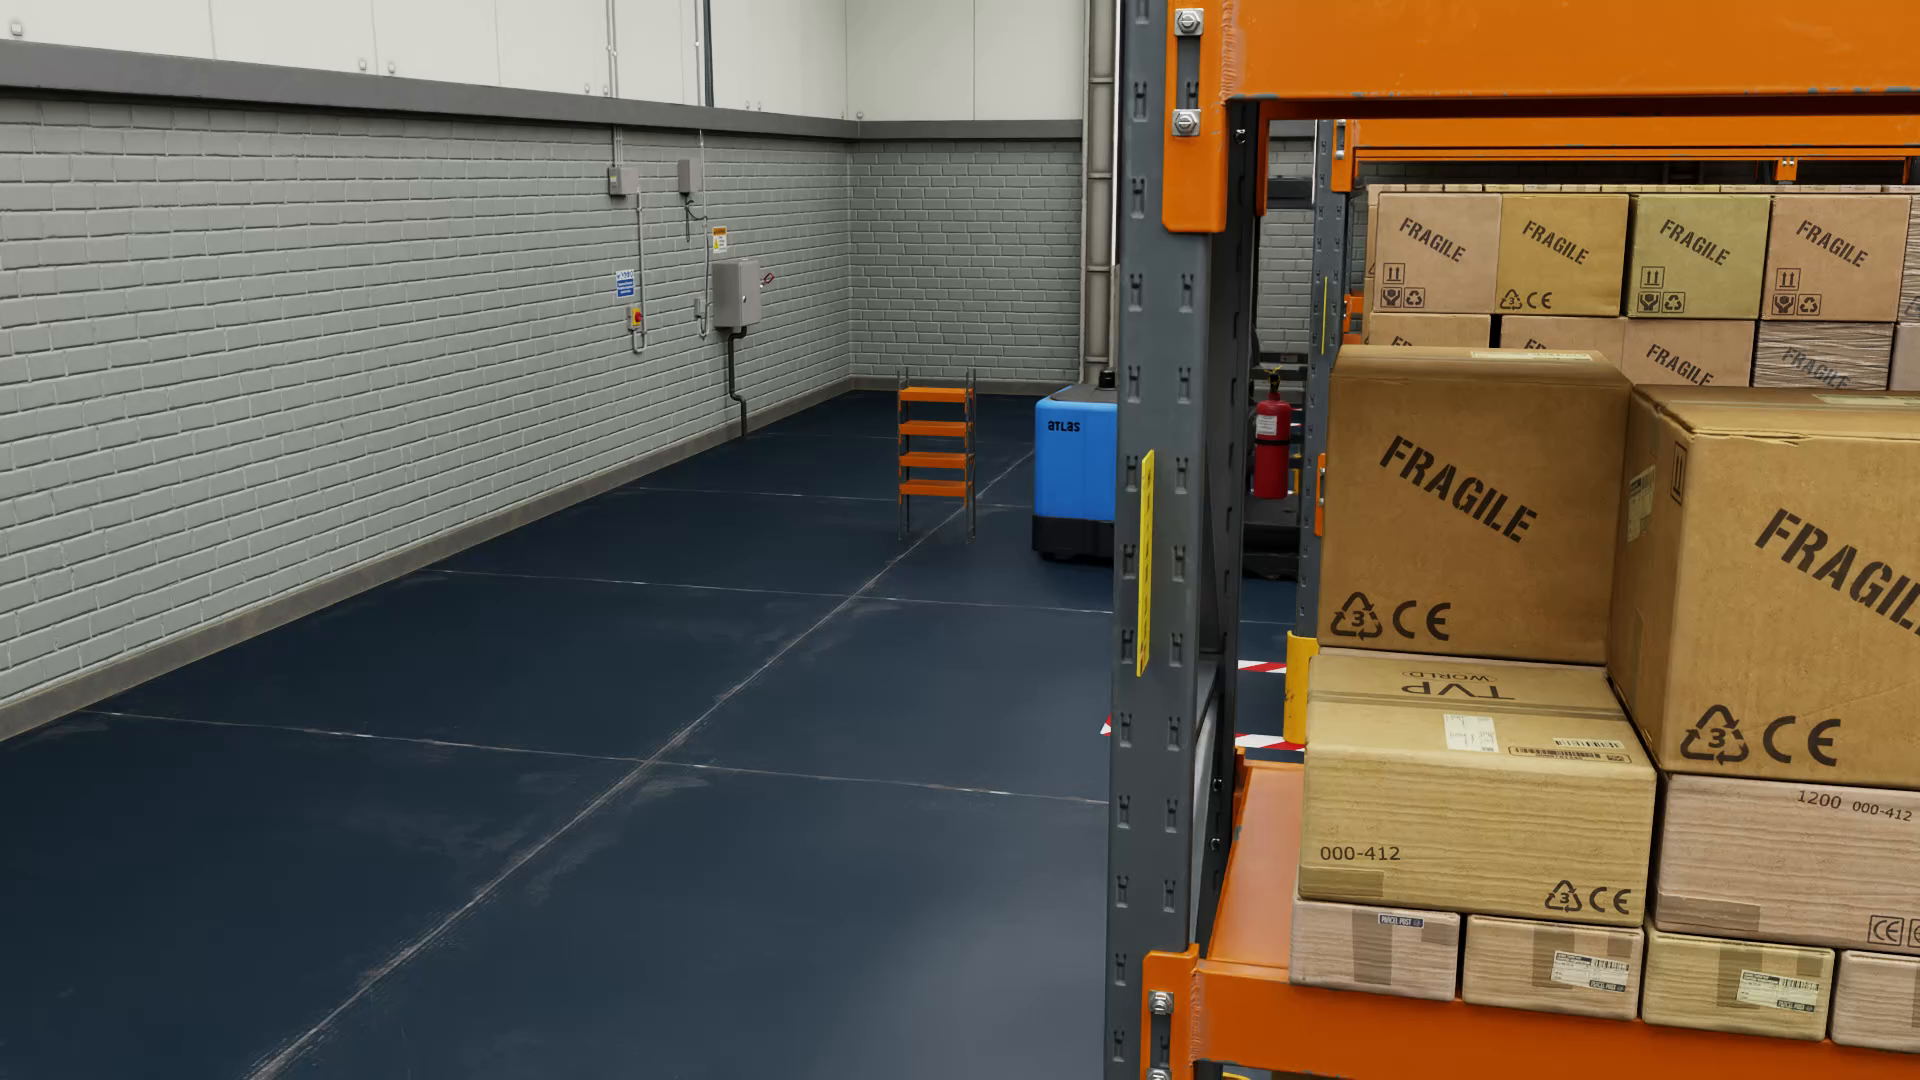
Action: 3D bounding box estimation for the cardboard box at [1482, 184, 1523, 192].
[{"bbox_3d":[3.823,-2.435,11.748,0.250,0.149,0.380,3,13,12],"label":"cardboard box"}]

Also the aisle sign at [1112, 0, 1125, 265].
[{"bbox_3d":[0.273,-0.830,2.549,0.004,0.787,0.394,3,13,14],"label":"aisle sign"}]

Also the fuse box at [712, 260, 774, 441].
[{"bbox_3d":[-2.046,-1.797,15.884,0.414,1.711,0.539,3,13,14],"label":"fuse box"}]

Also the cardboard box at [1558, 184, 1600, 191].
[{"bbox_3d":[4.323,-2.411,11.638,0.250,0.149,0.380,3,13,14],"label":"cardboard box"}]

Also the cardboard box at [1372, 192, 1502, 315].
[{"bbox_3d":[2.073,-1.261,7.267,0.500,0.500,0.500,3,13,13],"label":"cardboard box"}]

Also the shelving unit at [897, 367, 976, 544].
[{"bbox_3d":[-0.161,-0.594,11.643,0.503,1.200,0.258,3,13,14],"label":"shelving unit"}]

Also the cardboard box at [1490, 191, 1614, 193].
[{"bbox_3d":[2.697,-1.343,7.634,0.500,0.500,0.500,3,13,12],"label":"cardboard box"}]

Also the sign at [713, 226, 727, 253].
[{"bbox_3d":[-2.261,-2.829,15.651,0.001,0.242,0.339,3,13,14],"label":"sign"}]

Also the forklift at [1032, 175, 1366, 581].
[{"bbox_3d":[2.056,-1.297,10.811,3.031,2.935,1.130,4,13,17],"label":"forklift"}]

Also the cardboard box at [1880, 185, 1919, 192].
[{"bbox_3d":[6.297,-2.299,11.136,0.250,0.149,0.380,3,13,12],"label":"cardboard box"}]

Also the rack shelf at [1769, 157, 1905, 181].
[{"bbox_3d":[9.800,-3.550,15.546,4.000,0.370,1.077,3,13,14],"label":"rack shelf"}]

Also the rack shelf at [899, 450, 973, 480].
[{"bbox_3d":[-0.161,-0.529,11.657,0.480,0.148,0.258,3,13,14],"label":"rack shelf"}]

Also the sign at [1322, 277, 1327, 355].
[{"bbox_3d":[1.571,-0.967,7.167,0.005,0.325,0.100,3,13,14],"label":"sign"}]

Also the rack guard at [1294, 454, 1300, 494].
[{"bbox_3d":[2.766,-0.485,12.767,0.348,0.500,1.175,3,13,14],"label":"rack guard"}]

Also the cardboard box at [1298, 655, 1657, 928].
[{"bbox_3d":[0.816,0.389,2.714,0.500,0.250,0.500,3,13,12],"label":"cardboard box"}]

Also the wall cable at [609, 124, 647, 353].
[{"bbox_3d":[-2.691,-2.503,13.674,0.123,1.953,0.585,3,13,14],"label":"wall cable"}]

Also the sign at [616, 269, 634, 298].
[{"bbox_3d":[-2.762,-2.117,13.727,0.001,0.218,0.327,3,13,14],"label":"sign"}]

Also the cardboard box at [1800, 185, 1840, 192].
[{"bbox_3d":[5.827,-2.351,11.368,0.250,0.149,0.380,3,13,14],"label":"cardboard box"}]

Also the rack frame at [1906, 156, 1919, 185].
[{"bbox_3d":[6.672,-1.497,11.555,0.127,3.000,1.000,3,13,14],"label":"rack frame"}]

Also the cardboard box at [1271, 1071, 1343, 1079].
[{"bbox_3d":[1.055,1.228,3.208,0.875,0.875,0.875,3,13,14],"label":"cardboard box"}]

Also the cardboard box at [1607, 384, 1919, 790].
[{"bbox_3d":[1.301,0.049,2.515,0.500,0.500,0.500,3,13,12],"label":"cardboard box"}]

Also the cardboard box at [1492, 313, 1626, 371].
[{"bbox_3d":[2.596,-0.748,7.264,0.500,0.500,0.500,3,13,14],"label":"cardboard box"}]

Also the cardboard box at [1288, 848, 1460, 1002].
[{"bbox_3d":[0.680,0.590,2.729,0.250,0.149,0.380,3,13,14],"label":"cardboard box"}]

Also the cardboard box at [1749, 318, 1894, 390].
[{"bbox_3d":[3.565,-0.695,7.024,0.500,0.500,0.500,3,13,12],"label":"cardboard box"}]

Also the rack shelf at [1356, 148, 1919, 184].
[{"bbox_3d":[4.731,-2.714,11.776,4.000,0.370,1.077,3,13,14],"label":"rack shelf"}]

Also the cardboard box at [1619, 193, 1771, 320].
[{"bbox_3d":[3.064,-1.205,7.012,0.500,0.500,0.500,3,13,12],"label":"cardboard box"}]

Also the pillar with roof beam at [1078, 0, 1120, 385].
[{"bbox_3d":[0.541,-5.101,13.951,0.400,9.000,9.100,3,13,14],"label":"pillar with roof beam"}]

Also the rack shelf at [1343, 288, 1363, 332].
[{"bbox_3d":[5.916,-2.293,16.806,4.000,0.370,1.077,3,13,14],"label":"rack shelf"}]

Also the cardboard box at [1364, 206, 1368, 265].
[{"bbox_3d":[3.314,-2.266,12.484,0.500,0.500,0.500,4,13,15],"label":"cardboard box"}]

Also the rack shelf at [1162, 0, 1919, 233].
[{"bbox_3d":[2.356,-0.630,2.383,4.000,0.370,1.077,3,13,14],"label":"rack shelf"}]

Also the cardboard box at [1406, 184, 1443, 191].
[{"bbox_3d":[3.339,-2.483,11.962,0.250,0.149,0.380,3,13,15],"label":"cardboard box"}]

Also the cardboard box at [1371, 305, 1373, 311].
[{"bbox_3d":[2.199,-0.883,7.871,0.500,0.500,0.500,3,13,15],"label":"cardboard box"}]

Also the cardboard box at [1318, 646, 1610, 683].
[{"bbox_3d":[0.949,0.277,3.220,0.500,0.250,0.500,3,13,13],"label":"cardboard box"}]

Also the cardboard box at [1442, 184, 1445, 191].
[{"bbox_3d":[3.708,-2.578,12.390,0.250,0.149,0.380,3,13,13],"label":"cardboard box"}]

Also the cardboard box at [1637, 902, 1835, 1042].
[{"bbox_3d":[1.178,0.616,2.611,0.250,0.149,0.380,3,13,12],"label":"cardboard box"}]

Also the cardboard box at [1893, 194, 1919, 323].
[{"bbox_3d":[4.067,-1.156,6.791,0.500,0.500,0.500,3,13,15],"label":"cardboard box"}]

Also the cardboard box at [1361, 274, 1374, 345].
[{"bbox_3d":[3.186,-1.668,12.095,0.500,0.500,0.500,3,13,13],"label":"cardboard box"}]

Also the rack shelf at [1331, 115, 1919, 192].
[{"bbox_3d":[3.643,-1.668,7.060,4.000,0.370,1.077,3,13,14],"label":"rack shelf"}]

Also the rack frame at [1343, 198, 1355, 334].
[{"bbox_3d":[3.975,-2.748,17.196,0.127,3.000,1.000,3,13,14],"label":"rack frame"}]

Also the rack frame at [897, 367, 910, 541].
[{"bbox_3d":[-0.398,-0.607,11.700,0.015,1.200,0.240,3,13,14],"label":"rack frame"}]

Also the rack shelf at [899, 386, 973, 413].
[{"bbox_3d":[-0.161,-0.978,11.557,0.480,0.148,0.258,3,13,14],"label":"rack shelf"}]

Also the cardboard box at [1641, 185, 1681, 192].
[{"bbox_3d":[4.829,-2.389,11.538,0.250,0.149,0.380,3,13,14],"label":"cardboard box"}]

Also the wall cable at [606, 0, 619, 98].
[{"bbox_3d":[-2.801,-4.869,12.904,0.029,3.000,0.463,3,13,14],"label":"wall cable"}]

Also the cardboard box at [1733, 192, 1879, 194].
[{"bbox_3d":[3.718,-1.291,7.400,0.500,0.500,0.500,3,13,12],"label":"cardboard box"}]

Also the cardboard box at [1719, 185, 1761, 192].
[{"bbox_3d":[5.326,-2.366,11.435,0.250,0.149,0.380,3,13,13],"label":"cardboard box"}]
